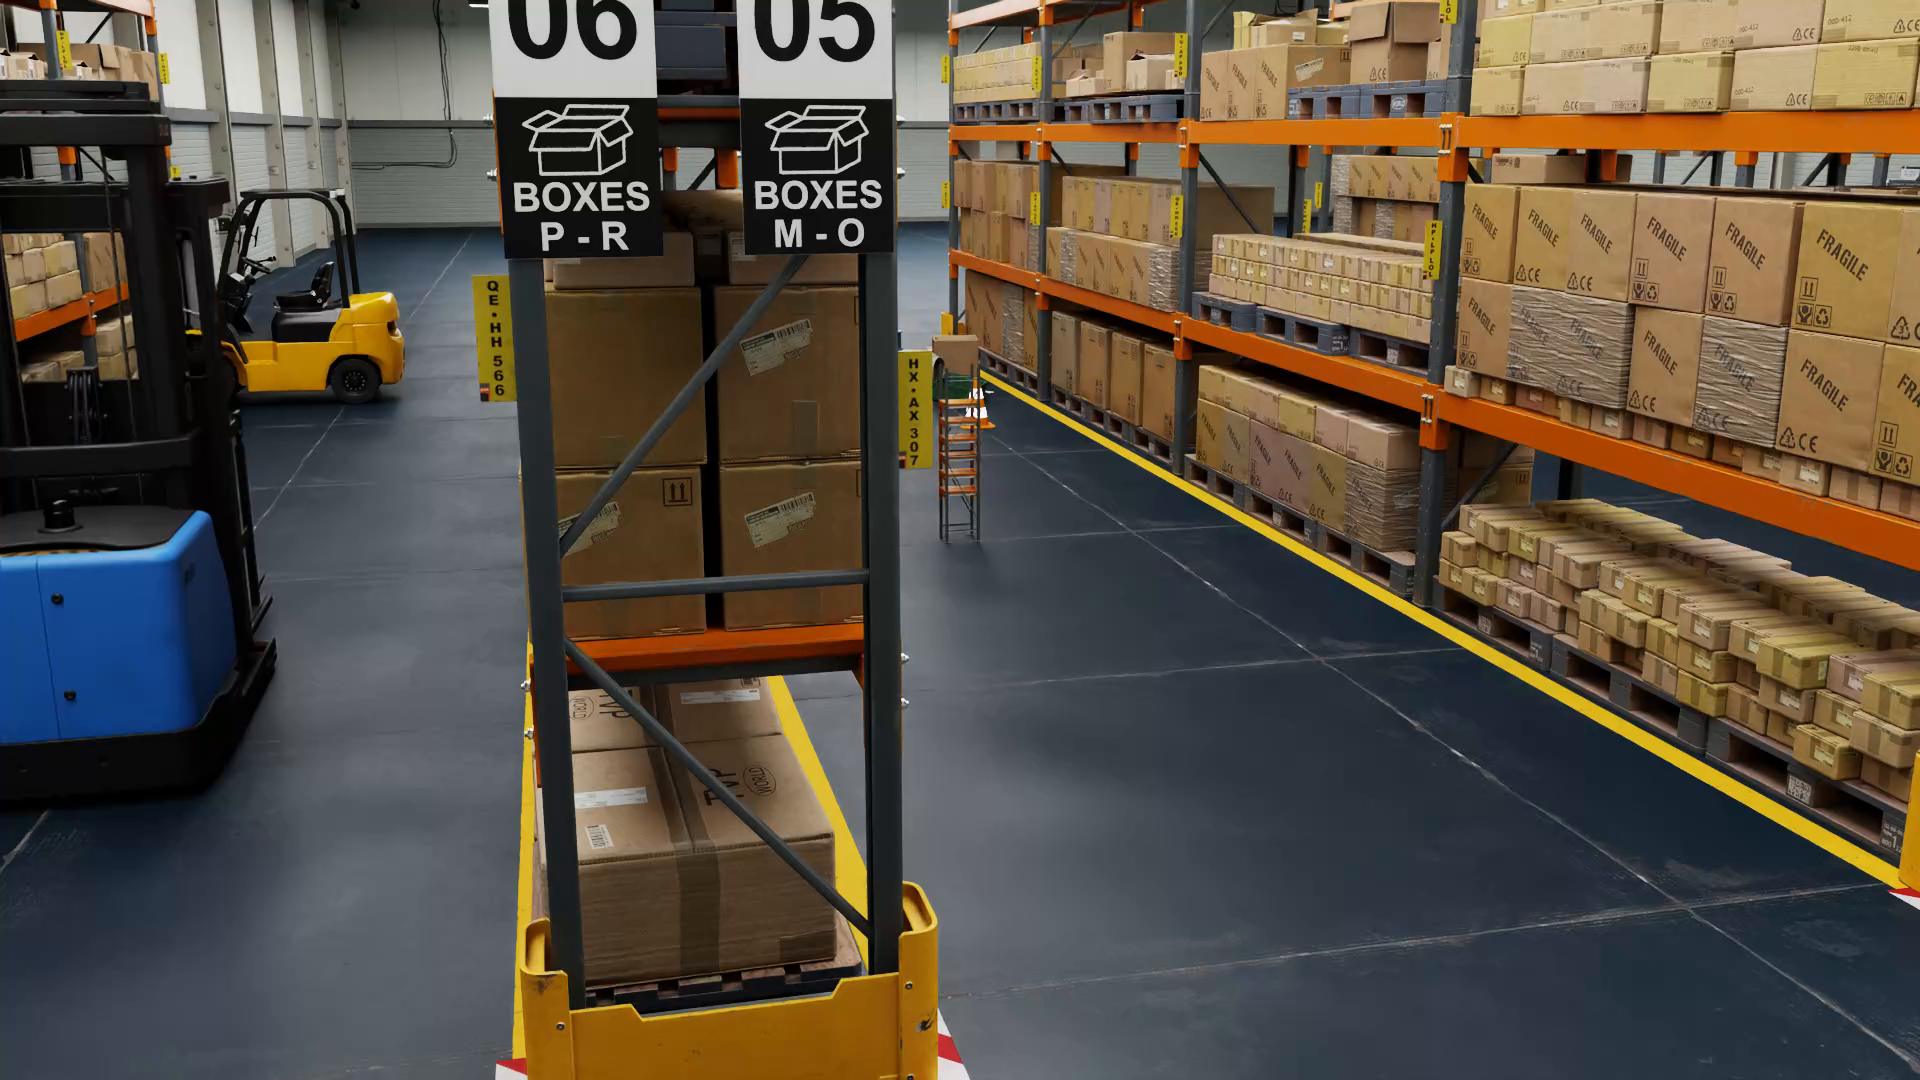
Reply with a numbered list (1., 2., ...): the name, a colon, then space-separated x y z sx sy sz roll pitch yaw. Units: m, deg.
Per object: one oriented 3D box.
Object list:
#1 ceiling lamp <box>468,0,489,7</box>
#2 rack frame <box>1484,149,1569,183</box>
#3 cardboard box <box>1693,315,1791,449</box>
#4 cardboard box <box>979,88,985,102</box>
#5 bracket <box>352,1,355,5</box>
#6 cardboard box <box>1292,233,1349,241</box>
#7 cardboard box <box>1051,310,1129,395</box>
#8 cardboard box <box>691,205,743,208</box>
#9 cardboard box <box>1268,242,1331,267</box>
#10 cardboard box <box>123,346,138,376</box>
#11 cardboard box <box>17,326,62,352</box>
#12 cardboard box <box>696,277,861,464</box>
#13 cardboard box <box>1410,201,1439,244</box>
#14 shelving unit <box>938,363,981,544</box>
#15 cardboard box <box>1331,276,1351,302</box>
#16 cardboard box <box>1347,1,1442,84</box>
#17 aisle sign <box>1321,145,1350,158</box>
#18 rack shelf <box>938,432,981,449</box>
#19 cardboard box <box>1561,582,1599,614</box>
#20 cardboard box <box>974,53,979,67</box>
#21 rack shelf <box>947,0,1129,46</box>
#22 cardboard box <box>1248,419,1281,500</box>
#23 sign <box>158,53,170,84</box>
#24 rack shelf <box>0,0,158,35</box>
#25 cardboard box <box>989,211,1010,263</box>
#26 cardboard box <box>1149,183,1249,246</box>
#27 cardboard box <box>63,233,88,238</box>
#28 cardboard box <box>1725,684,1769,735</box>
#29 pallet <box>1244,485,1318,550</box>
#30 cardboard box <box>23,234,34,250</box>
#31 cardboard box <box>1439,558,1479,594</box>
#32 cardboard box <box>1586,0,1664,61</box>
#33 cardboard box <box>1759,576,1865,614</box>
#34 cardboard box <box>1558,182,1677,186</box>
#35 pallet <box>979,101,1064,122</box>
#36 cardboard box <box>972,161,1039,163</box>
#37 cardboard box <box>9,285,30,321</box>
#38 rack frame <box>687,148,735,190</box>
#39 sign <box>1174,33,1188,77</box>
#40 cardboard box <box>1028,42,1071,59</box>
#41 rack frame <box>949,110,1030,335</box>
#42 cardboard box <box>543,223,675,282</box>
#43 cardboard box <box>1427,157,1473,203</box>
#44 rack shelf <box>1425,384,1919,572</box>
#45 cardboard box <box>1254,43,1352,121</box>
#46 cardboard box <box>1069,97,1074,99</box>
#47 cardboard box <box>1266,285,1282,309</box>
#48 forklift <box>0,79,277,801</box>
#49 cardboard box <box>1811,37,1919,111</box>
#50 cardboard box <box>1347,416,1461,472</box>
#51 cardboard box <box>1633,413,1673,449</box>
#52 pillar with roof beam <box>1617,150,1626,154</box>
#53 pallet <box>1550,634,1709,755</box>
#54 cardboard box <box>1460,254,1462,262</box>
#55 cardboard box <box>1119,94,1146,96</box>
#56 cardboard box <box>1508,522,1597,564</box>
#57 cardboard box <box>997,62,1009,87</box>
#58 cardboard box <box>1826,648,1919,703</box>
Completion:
1. ceiling lamp: -11.482 -15.116 42.037 2.000 3.185 0.800 -3 14 -13
2. rack frame: 6.148 -3.190 18.162 1.000 3.000 0.127 -3 14 -13
3. cardboard box: 3.522 -0.686 7.077 0.500 0.500 0.500 -3 14 -13
4. cardboard box: 0.429 -5.059 18.927 0.380 0.149 0.250 -3 14 -14
5. bracket: -17.176 -15.181 47.021 0.076 0.066 3.189 -3 14 -13
6. cardboard box: 2.804 -2.297 12.900 0.380 0.149 0.250 -4 14 -15
7. cardboard box: 1.537 -1.909 16.778 1.050 0.750 0.750 -3 14 -13
8. cardboard box: -0.804 -1.176 6.235 0.380 0.149 0.250 -4 14 -15
9. cardboard box: 2.409 -2.025 11.787 0.380 0.149 0.250 -3 14 -11
10. cardboard box: -8.242 -1.716 15.985 0.500 0.250 0.500 -3 14 -13
11. cardboard box: -8.612 -1.816 15.344 0.500 0.250 0.500 -3 14 -12
12. cardboard box: -0.502 -0.530 4.958 0.500 0.500 0.500 -4 14 -14
13. cardboard box: 5.804 -3.717 19.483 0.875 0.500 0.500 -3 14 -13
14. shelving unit: -0.003 -0.586 11.298 0.258 1.200 0.189 -3 14 -13
15. cardboard box: 2.650 -1.639 10.834 0.380 0.149 0.250 -4 14 -16
16. cardboard box: 2.947 -3.166 10.643 0.797 0.503 0.637 -3 14 -14
17. aisle sign: 4.903 -5.373 21.621 0.394 0.787 0.004 -3 14 -13
18. rack shelf: -0.003 -0.660 11.280 0.258 0.103 0.180 -3 14 -13
19. cardboard box: 3.298 0.282 8.449 0.380 0.149 0.250 -3 14 -11
20. cardboard box: 0.371 -5.505 19.073 0.380 0.149 0.250 -4 14 -14
21. rack shelf: 0.834 -5.768 18.435 1.077 0.370 4.000 -3 14 -13
22. cardboard box: 2.408 -0.592 11.912 0.500 0.500 0.500 -4 14 -15
23. sign: -8.717 -5.158 18.201 0.100 0.325 0.005 -3 14 -13
24. rack shelf: -8.778 -5.192 16.075 1.077 0.370 4.000 -3 14 -13
25. cardboard box: 0.820 -3.467 18.982 0.875 0.550 0.500 -3 14 -13
26. cardboard box: 2.027 -2.769 14.122 0.700 0.500 0.500 -3 14 -14
27. cardboard box: -8.128 -2.812 15.037 0.380 0.149 0.250 -4 14 -14
28. cardboard box: 3.588 0.727 7.252 0.380 0.149 0.250 -3 14 -13
29. pallet: 2.708 -0.198 11.792 1.003 0.211 1.213 -3 14 -13
30. cardboard box: -7.737 -2.422 13.442 0.380 0.149 0.250 -4 14 -15
31. cardboard box: 2.956 0.192 9.443 0.380 0.149 0.250 -4 14 -16
32. cardboard box: 3.279 -2.362 7.716 0.500 0.250 0.500 -3 14 -12
33. cardboard box: 4.001 0.281 7.823 0.380 0.149 0.250 -3 14 -12
34. cardboard box: 3.556 -1.676 9.024 0.500 0.500 0.500 -4 14 -15
35. pallet: 0.838 -4.821 18.705 1.003 0.211 1.213 -3 14 -13
36. cardboard box: 0.632 -4.247 19.900 0.875 0.550 0.550 -3 14 -13
37. cardboard box: -7.597 -1.835 12.932 0.500 0.250 0.500 -3 14 -11
38. rack frame: -1.606 -0.792 8.347 1.000 3.000 0.127 -3 14 -13
39. sign: 1.701 -3.731 12.803 0.100 0.325 0.005 -3 14 -13
40. cardboard box: 0.908 -4.978 16.916 0.380 0.149 0.250 -3 14 -14
41. rack frame: 0.364 -3.859 20.903 1.000 3.000 0.127 -3 14 -13
42. cardboard box: -1.028 -0.847 4.890 0.380 0.149 0.250 -3 14 -12
43. cardboard box: 5.657 -4.072 18.830 0.500 0.500 0.500 -3 14 -13
44. rack shelf: 3.652 -0.280 7.769 1.077 0.370 4.000 -3 14 -13
45. cardboard box: 2.365 -3.143 11.440 0.500 0.500 0.500 -3 14 -13
46. cardboard box: 1.370 -4.802 17.876 0.380 0.149 0.250 -4 14 -14
47. cardboard box: 2.408 -1.734 11.847 0.380 0.149 0.250 -3 14 -11
48. forklift: -4.034 -0.653 7.922 1.130 2.935 3.031 -3 14 -14
49. cardboard box: 3.631 -1.760 6.306 0.500 0.250 0.500 -3 14 -13
50. cardboard box: 2.762 -0.603 10.375 0.500 0.250 0.500 -4 14 -15
51. cardboard box: 3.395 -0.525 7.785 0.380 0.149 0.250 -3 14 -11
52. pillar with roof beam: 12.247 -11.654 40.168 9.100 9.000 0.400 -3 14 -13
53. pallet: 3.664 0.699 8.123 1.003 0.211 1.213 -3 14 -13
54. cardboard box: 3.352 -1.759 10.699 0.380 0.149 0.250 -3 14 -14
55. cardboard box: 1.807 -4.301 15.610 0.500 0.250 0.500 -3 14 -14
56. cardboard box: 3.176 0.014 8.916 0.380 0.149 0.250 -3 14 -14
57. cardboard box: 0.704 -5.049 18.047 0.500 0.250 0.500 -3 14 -14
58. cardboard box: 3.748 0.555 6.705 0.380 0.149 0.250 -3 14 -12
